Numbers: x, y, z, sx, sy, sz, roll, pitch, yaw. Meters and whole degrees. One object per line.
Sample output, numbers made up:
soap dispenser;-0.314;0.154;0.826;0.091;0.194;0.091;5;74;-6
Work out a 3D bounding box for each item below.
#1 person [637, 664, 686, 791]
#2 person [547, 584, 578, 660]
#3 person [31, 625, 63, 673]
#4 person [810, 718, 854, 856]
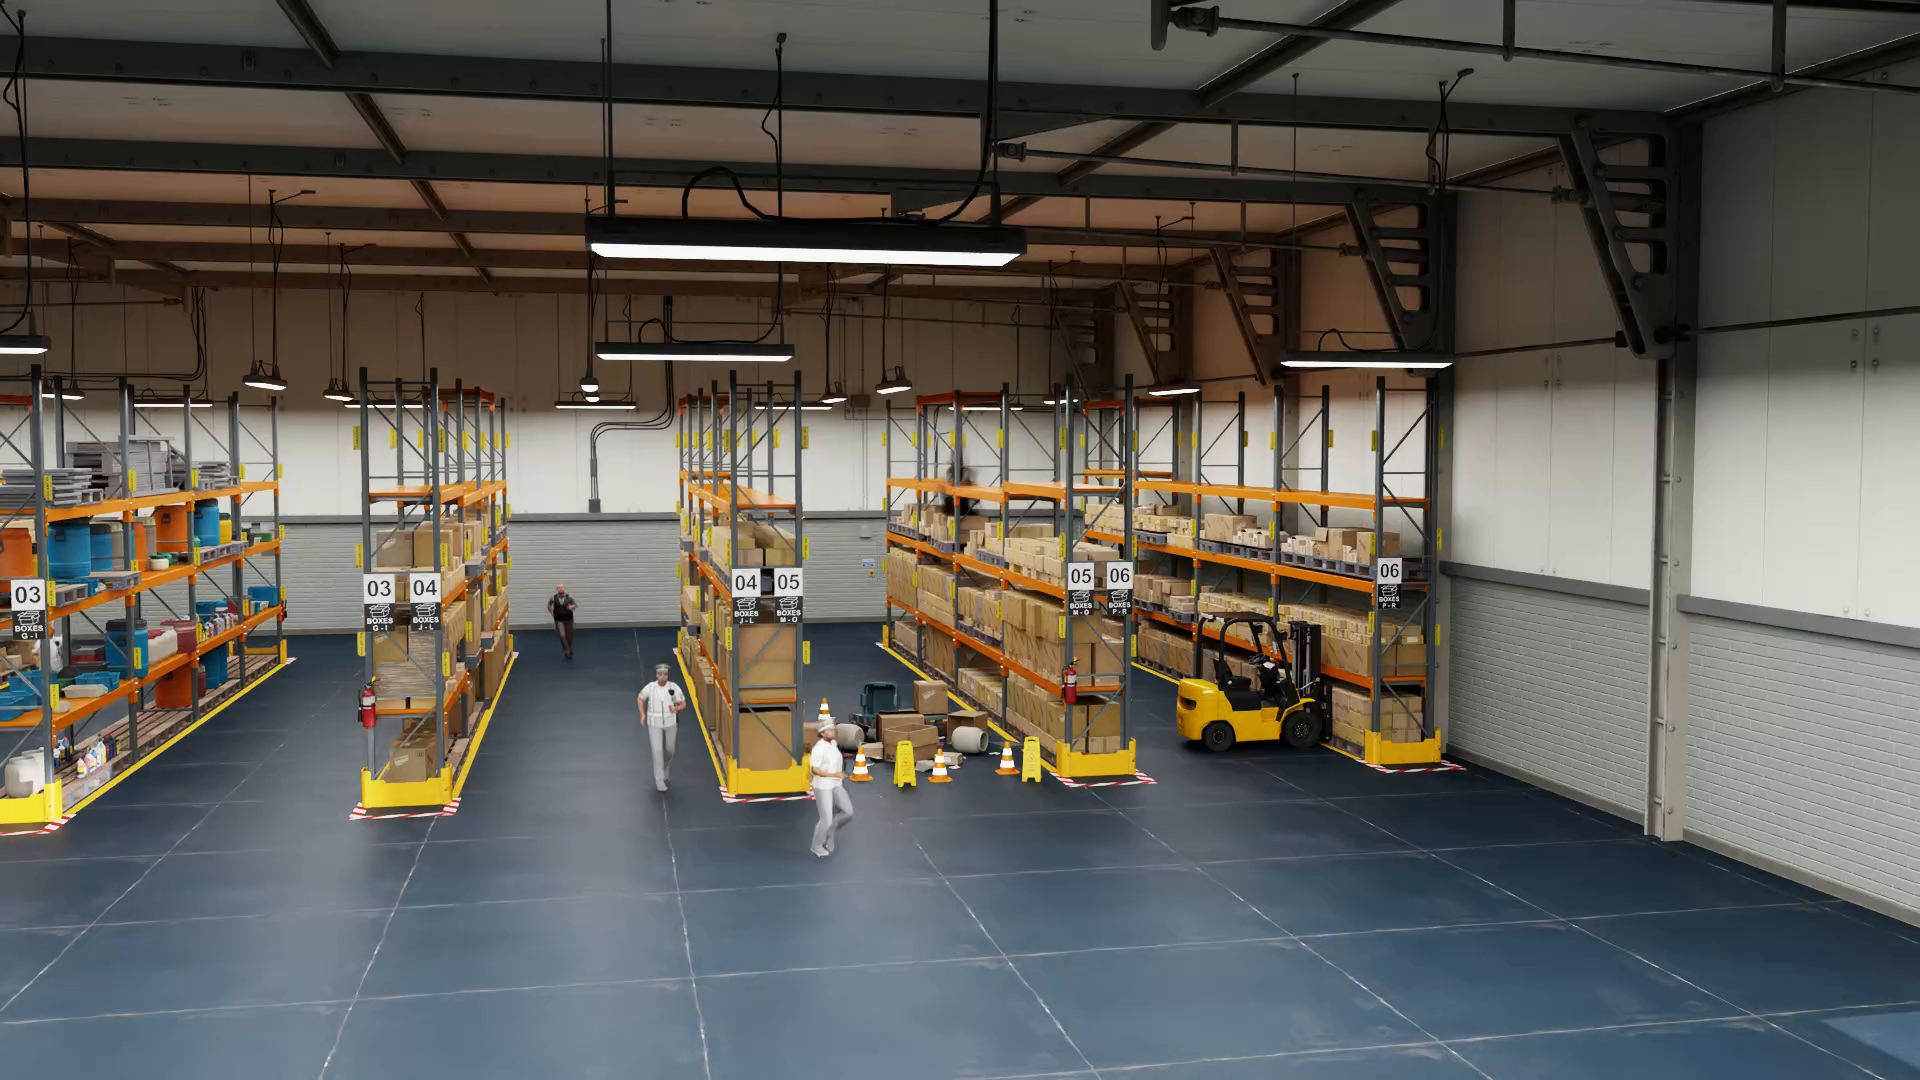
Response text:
person;-4.305;2.666;24.051;0.676;1.758;0.981;-1;4;-16
person;-9.044;1.840;37.913;0.668;1.688;0.987;-1;4;-21
person;-16.640;2.367;30.431;0.610;1.668;0.896;-1;4;-21
person;-1.551;2.967;19.977;0.576;1.672;0.630;2;4;32
